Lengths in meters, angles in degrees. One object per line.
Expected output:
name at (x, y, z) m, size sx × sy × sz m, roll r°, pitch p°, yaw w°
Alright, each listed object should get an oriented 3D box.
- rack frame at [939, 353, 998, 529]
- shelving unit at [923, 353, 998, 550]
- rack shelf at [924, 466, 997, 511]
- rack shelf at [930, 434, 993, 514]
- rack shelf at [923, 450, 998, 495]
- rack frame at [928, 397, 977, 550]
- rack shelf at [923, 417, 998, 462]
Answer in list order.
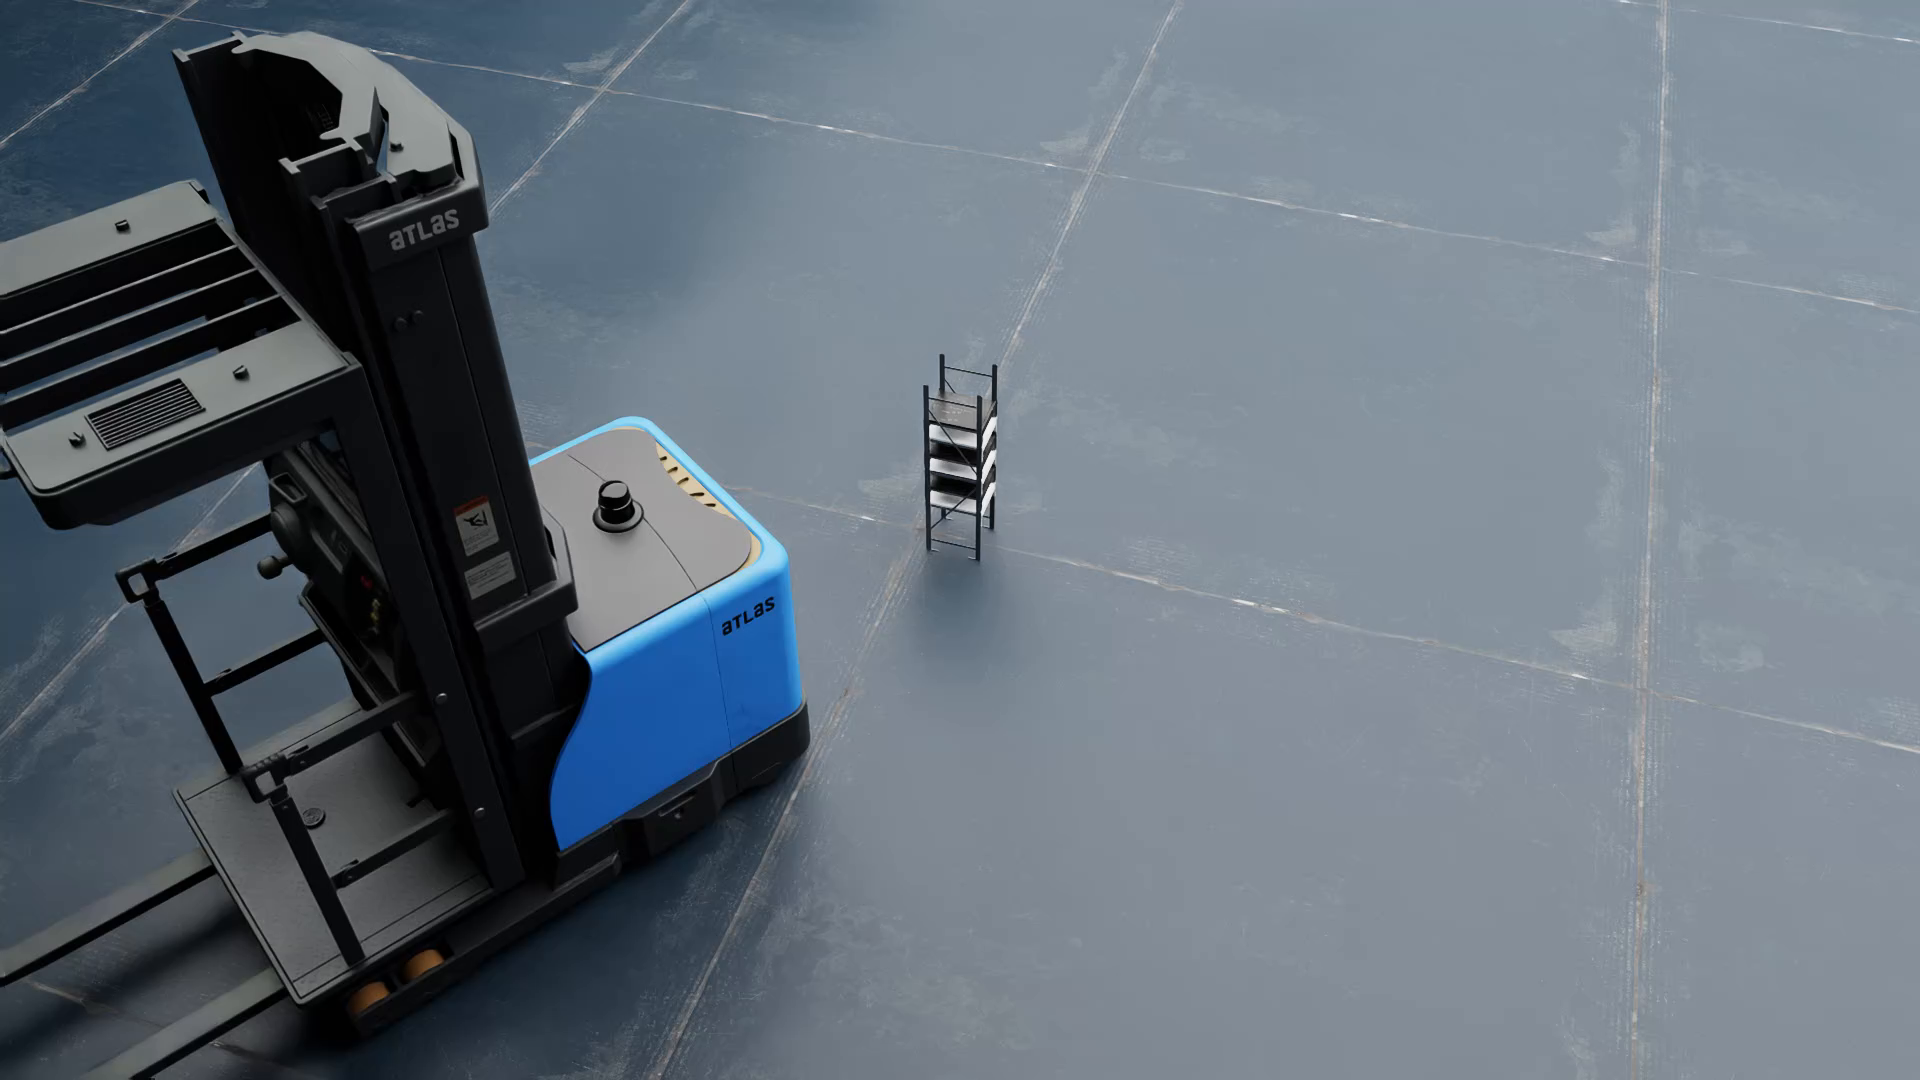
rack frame at (0.033, -0.395, 6.909) m, size 0.240 × 0.900 × 0.006 m, roll 13°, pitch 46°, yaw 12°
shelving unit at (0.003, -0.328, 6.840) m, size 0.258 × 0.900 × 0.208 m, roll 13°, pitch 46°, yaw 12°
rack shelf at (0.002, -0.239, 6.926) m, size 0.258 × 0.077 × 0.200 m, roll 13°, pitch 46°, yaw 12°
rack shelf at (0.002, -0.291, 6.875) m, size 0.221 × 0.281 × 0.190 m, roll 13°, pitch 46°, yaw 12°
rack shelf at (0.002, -0.303, 6.863) m, size 0.258 × 0.077 × 0.200 m, roll 13°, pitch 46°, yaw 12°
rack frame at (-0.028, -0.259, 6.770) m, size 0.228 × 0.785 × 0.003 m, roll 13°, pitch 46°, yaw 12°
rack shelf at (0.002, -0.432, 6.737) m, size 0.258 × 0.077 × 0.200 m, roll 13°, pitch 46°, yaw 12°
